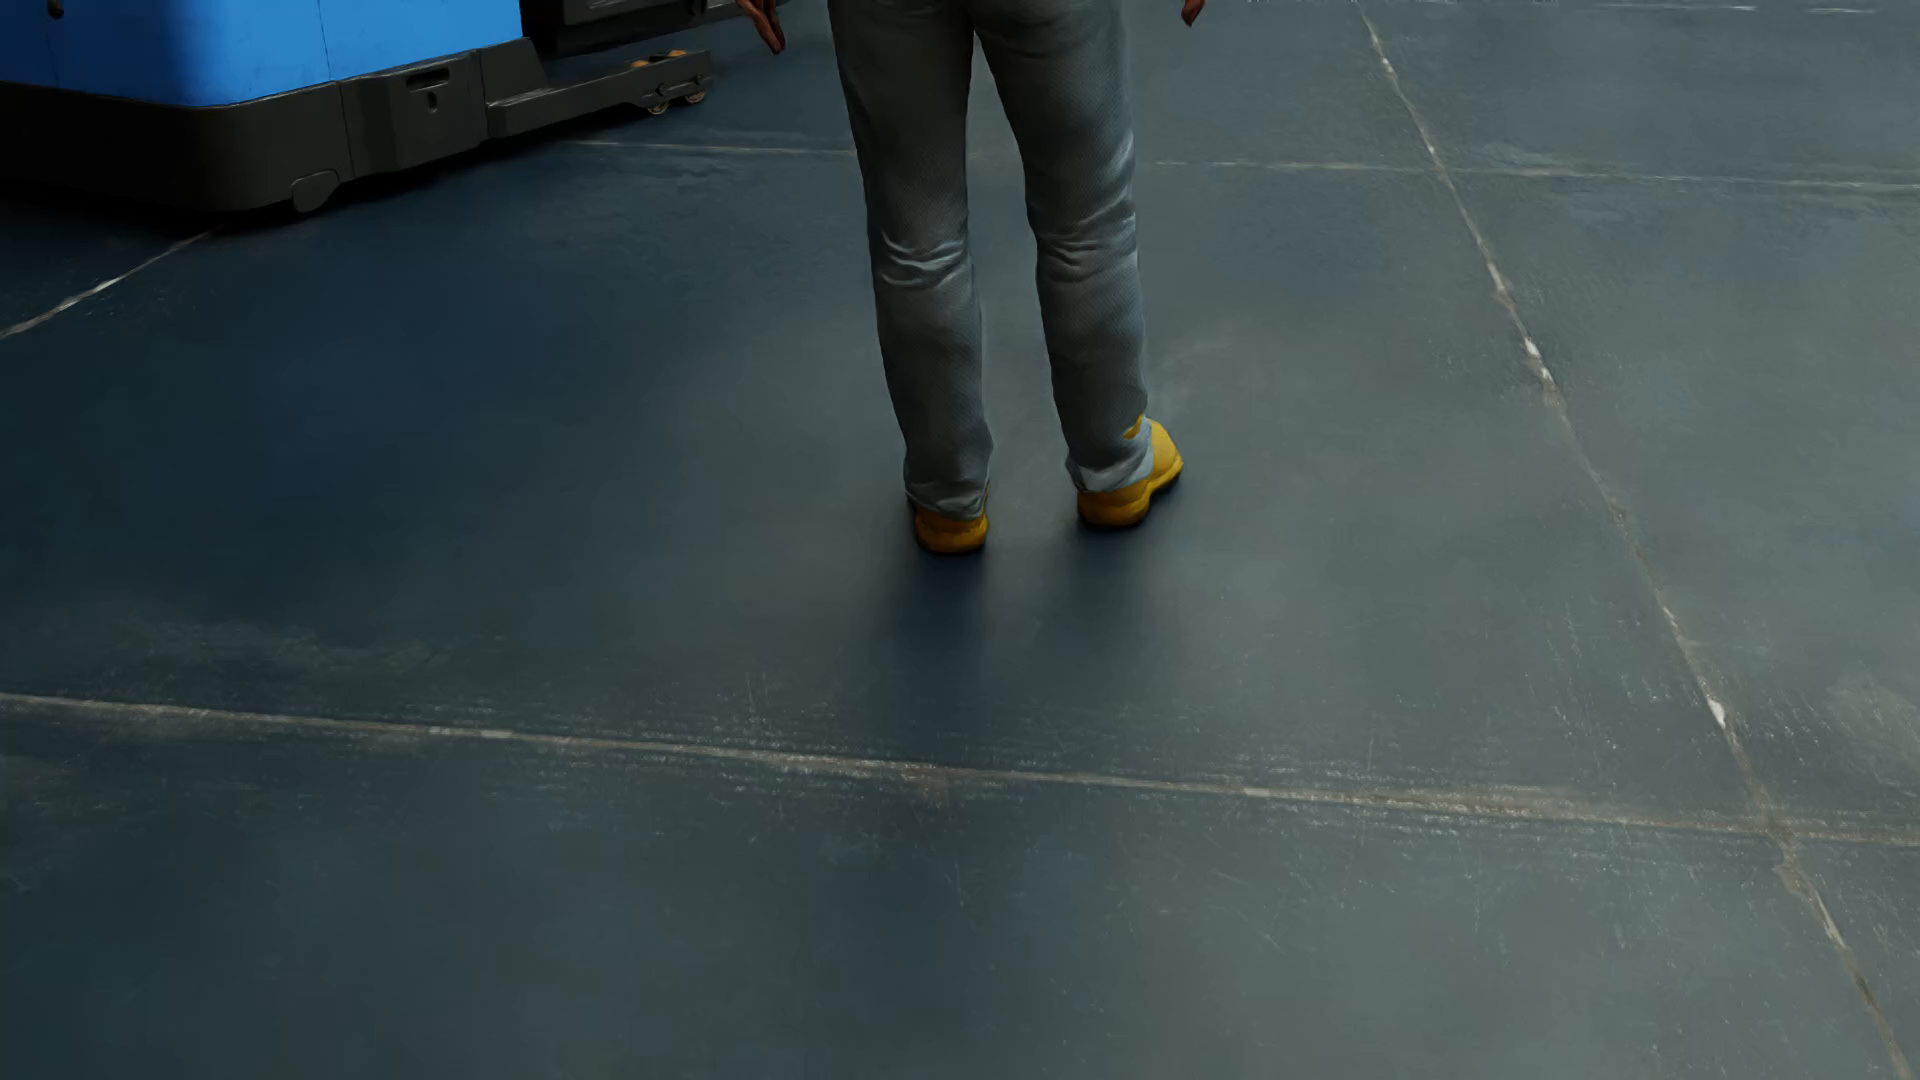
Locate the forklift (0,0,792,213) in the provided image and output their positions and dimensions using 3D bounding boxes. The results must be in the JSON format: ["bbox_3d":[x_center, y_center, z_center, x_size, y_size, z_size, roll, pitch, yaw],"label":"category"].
[{"bbox_3d":[-1.444,-2.700,4.629,1.130,2.935,3.031,13,29,24],"label":"forklift"}]

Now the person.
[{"bbox_3d":[0.015,-0.824,2.165,0.665,1.760,0.576,3,27,7],"label":"person"}]
